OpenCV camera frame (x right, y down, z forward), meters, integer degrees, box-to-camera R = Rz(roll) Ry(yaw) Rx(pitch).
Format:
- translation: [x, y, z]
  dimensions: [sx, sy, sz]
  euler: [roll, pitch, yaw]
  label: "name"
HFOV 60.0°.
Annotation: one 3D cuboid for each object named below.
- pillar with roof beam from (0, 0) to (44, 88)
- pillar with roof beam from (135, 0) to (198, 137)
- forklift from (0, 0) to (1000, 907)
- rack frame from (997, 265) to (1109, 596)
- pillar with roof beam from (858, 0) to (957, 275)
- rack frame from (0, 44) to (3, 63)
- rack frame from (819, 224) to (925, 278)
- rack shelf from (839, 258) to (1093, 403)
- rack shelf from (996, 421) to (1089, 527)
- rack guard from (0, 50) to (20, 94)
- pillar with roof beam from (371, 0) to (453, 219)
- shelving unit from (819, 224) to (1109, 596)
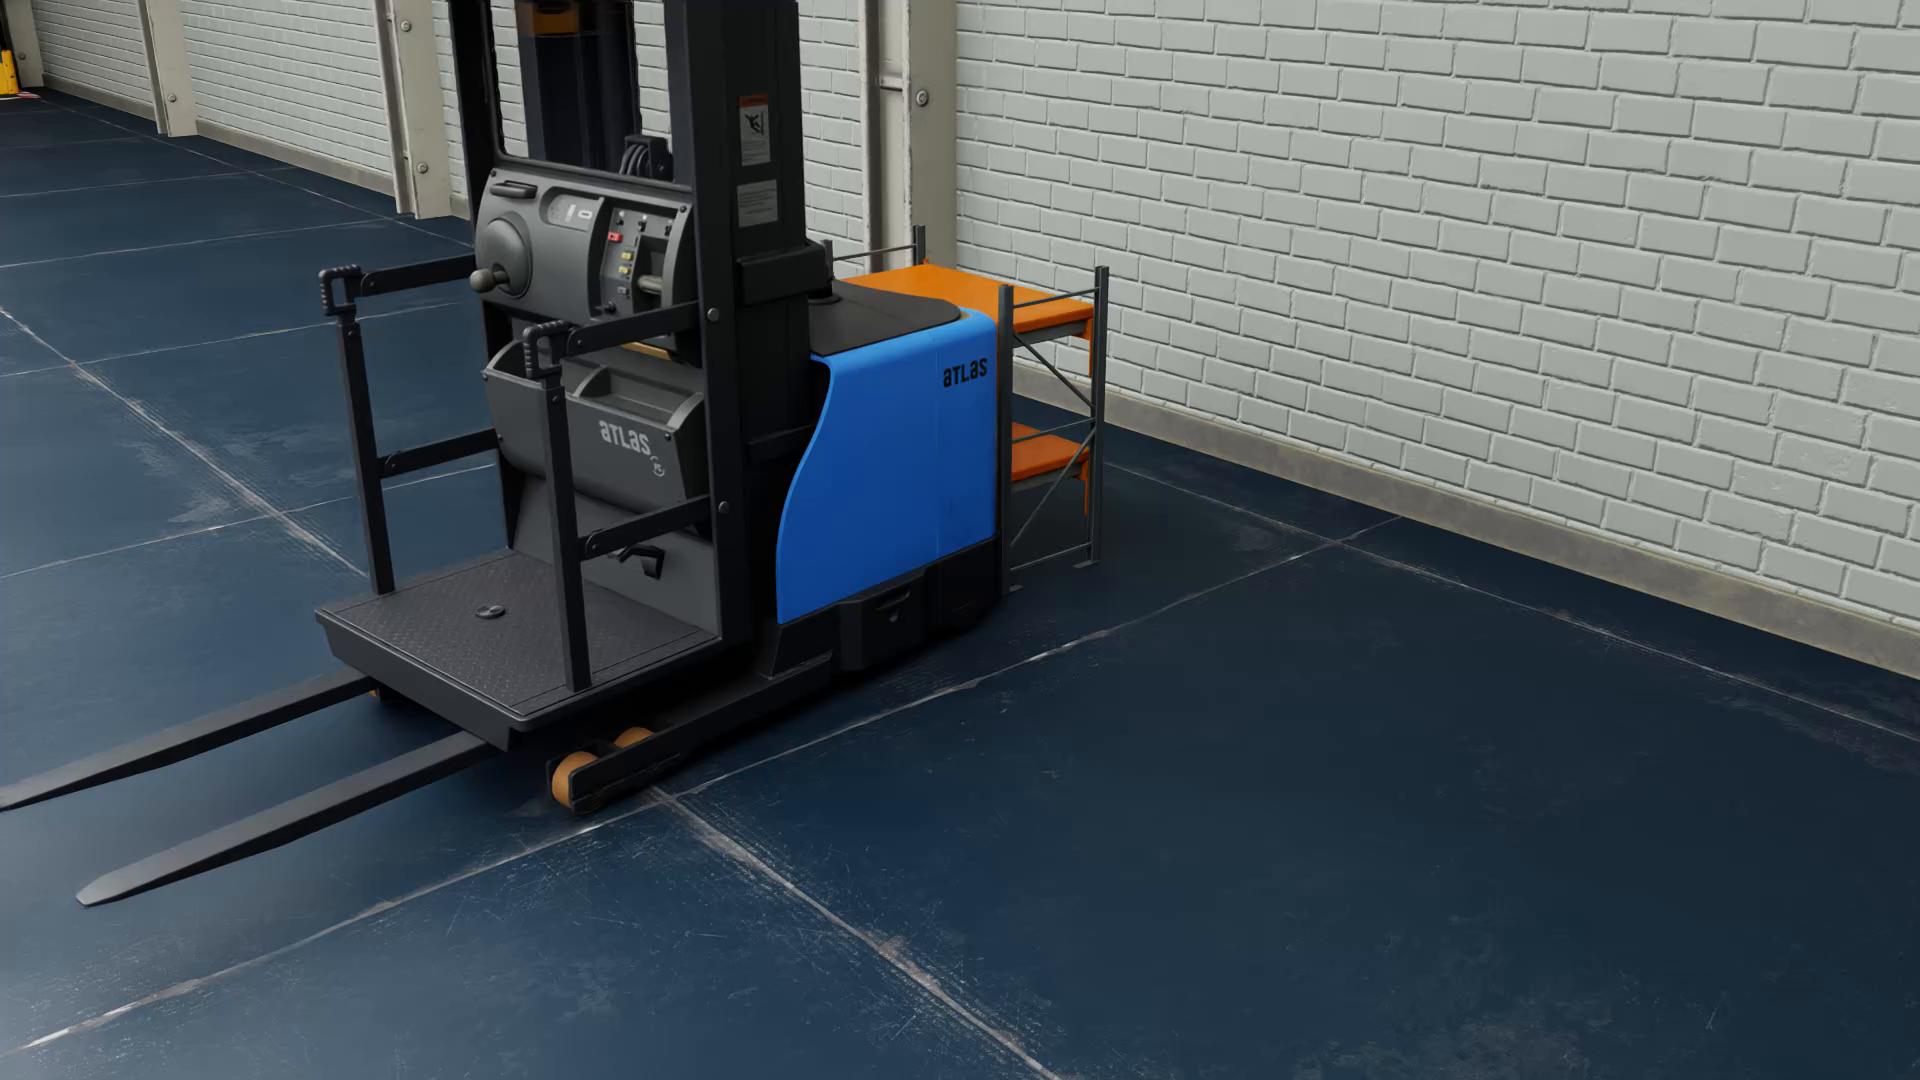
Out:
- translation: [-15.269, -9.036, 17.214]
  dimensions: [9.100, 9.000, 0.400]
  euler: [-17, 27, -37]
  label: "pillar with roof beam"
- translation: [-11.352, -7.378, 12.982]
  dimensions: [9.100, 9.000, 0.400]
  euler: [-17, 27, -37]
  label: "pillar with roof beam"
- translation: [-1.219, -0.822, 4.565]
  dimensions: [1.130, 2.935, 3.031]
  euler: [18, 28, 38]
  label: "forklift"
- translation: [0.327, -0.385, 5.925]
  dimensions: [0.500, 1.125, 0.032]
  euler: [-17, 27, -37]
  label: "rack frame"
- translation: [-3.519, -4.062, 4.517]
  dimensions: [9.100, 9.000, 0.400]
  euler: [-17, 27, -37]
  label: "pillar with roof beam"
- translation: [-12.236, -6.860, 19.886]
  dimensions: [1.000, 3.000, 0.127]
  euler: [-17, 27, -37]
  label: "rack frame"
- translation: [-0.336, -0.666, 6.642]
  dimensions: [0.500, 1.125, 0.032]
  euler: [-17, 27, -37]
  label: "rack frame"
- translation: [-0.004, -0.798, 6.177]
  dimensions: [0.538, 0.278, 1.000]
  euler: [-17, 27, -37]
  label: "rack shelf"
- translation: [-0.004, -0.298, 6.373]
  dimensions: [0.538, 0.278, 1.000]
  euler: [-17, 27, -37]
  label: "rack shelf"
- translation: [-12.220, -5.689, 20.325]
  dimensions: [1.175, 0.500, 0.348]
  euler: [-17, 27, -37]
  label: "rack guard"
- translation: [-7.436, -5.720, 8.749]
  dimensions: [9.100, 9.000, 0.400]
  euler: [-17, 27, -37]
  label: "pillar with roof beam"
- translation: [-0.004, -0.526, 6.284]
  dimensions: [0.538, 1.125, 1.048]
  euler: [-17, 27, -37]
  label: "shelving unit"
